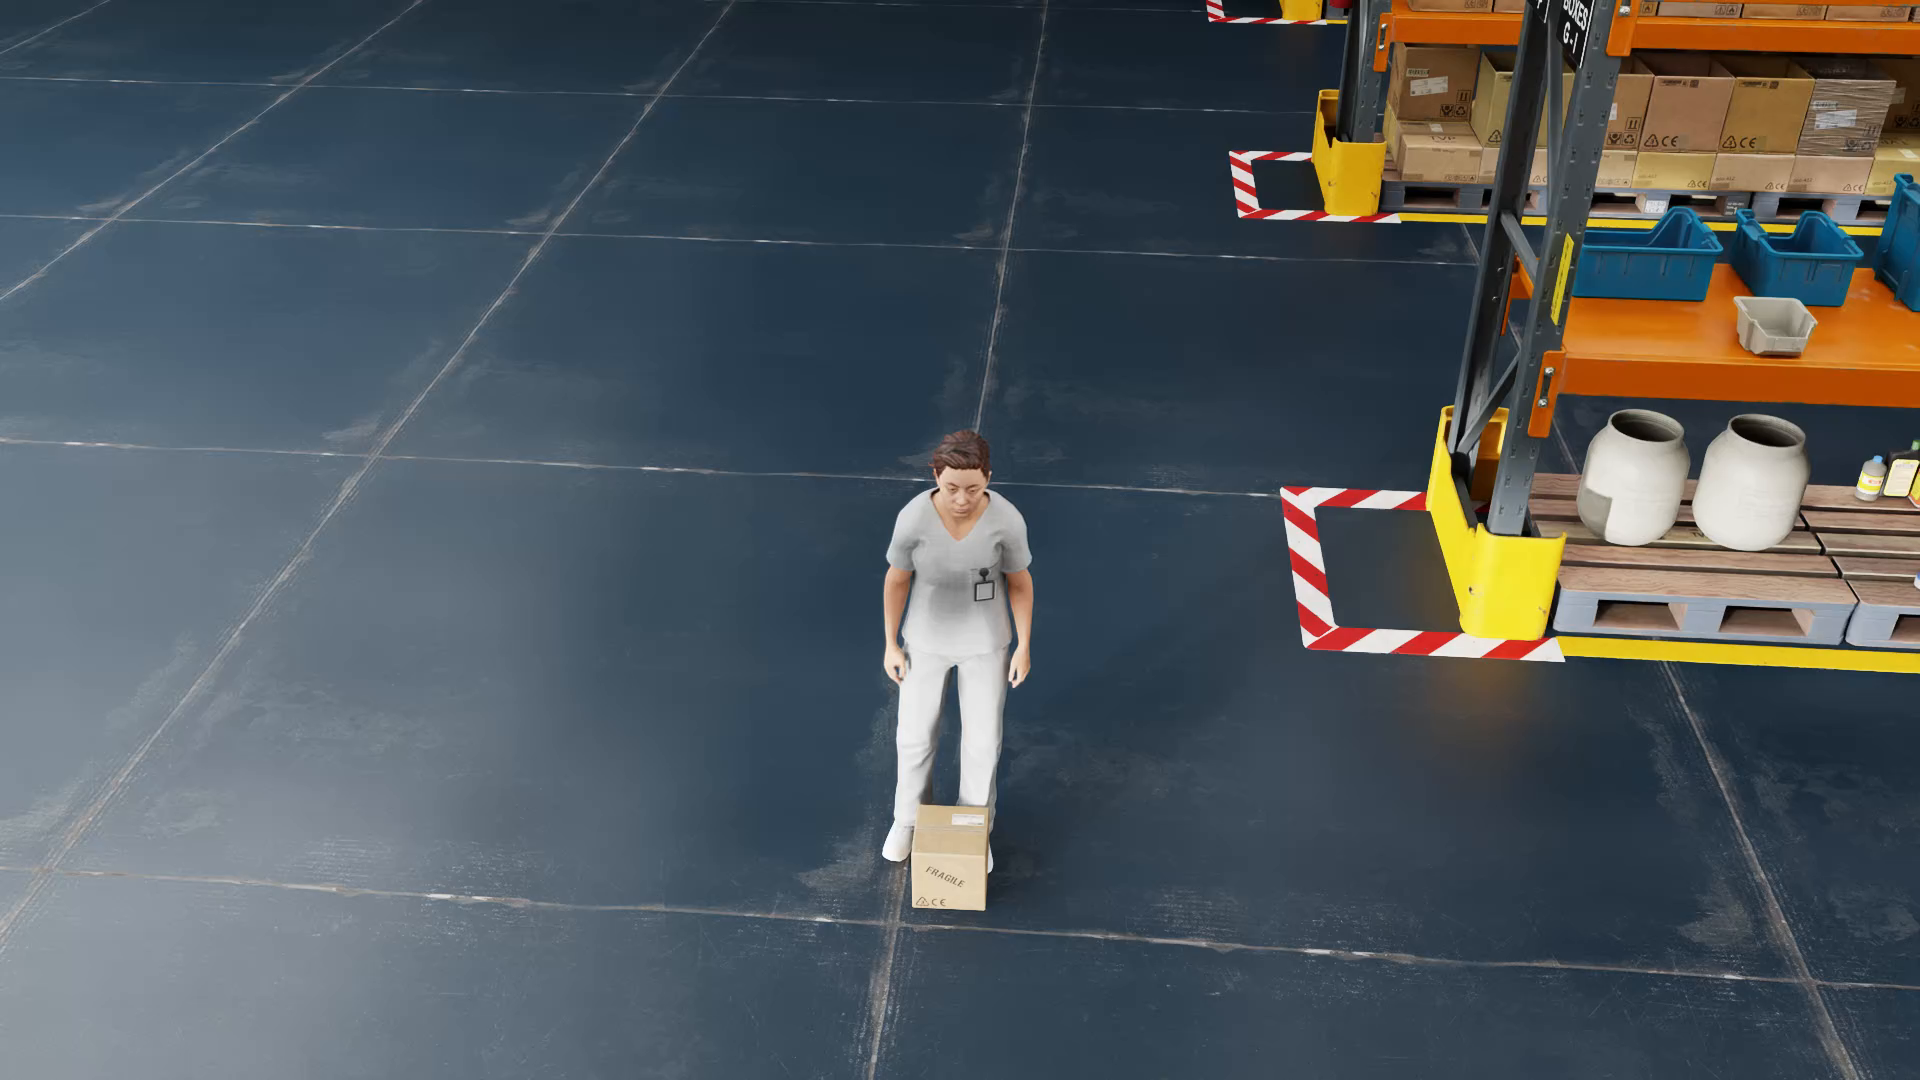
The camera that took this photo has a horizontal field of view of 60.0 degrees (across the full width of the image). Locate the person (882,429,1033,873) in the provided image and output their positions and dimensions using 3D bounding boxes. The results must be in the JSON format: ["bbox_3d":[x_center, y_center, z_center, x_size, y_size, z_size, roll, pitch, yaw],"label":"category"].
[{"bbox_3d":[-0.016,0.375,5.540,0.511,1.673,0.407,1,32,2],"label":"person"}]
